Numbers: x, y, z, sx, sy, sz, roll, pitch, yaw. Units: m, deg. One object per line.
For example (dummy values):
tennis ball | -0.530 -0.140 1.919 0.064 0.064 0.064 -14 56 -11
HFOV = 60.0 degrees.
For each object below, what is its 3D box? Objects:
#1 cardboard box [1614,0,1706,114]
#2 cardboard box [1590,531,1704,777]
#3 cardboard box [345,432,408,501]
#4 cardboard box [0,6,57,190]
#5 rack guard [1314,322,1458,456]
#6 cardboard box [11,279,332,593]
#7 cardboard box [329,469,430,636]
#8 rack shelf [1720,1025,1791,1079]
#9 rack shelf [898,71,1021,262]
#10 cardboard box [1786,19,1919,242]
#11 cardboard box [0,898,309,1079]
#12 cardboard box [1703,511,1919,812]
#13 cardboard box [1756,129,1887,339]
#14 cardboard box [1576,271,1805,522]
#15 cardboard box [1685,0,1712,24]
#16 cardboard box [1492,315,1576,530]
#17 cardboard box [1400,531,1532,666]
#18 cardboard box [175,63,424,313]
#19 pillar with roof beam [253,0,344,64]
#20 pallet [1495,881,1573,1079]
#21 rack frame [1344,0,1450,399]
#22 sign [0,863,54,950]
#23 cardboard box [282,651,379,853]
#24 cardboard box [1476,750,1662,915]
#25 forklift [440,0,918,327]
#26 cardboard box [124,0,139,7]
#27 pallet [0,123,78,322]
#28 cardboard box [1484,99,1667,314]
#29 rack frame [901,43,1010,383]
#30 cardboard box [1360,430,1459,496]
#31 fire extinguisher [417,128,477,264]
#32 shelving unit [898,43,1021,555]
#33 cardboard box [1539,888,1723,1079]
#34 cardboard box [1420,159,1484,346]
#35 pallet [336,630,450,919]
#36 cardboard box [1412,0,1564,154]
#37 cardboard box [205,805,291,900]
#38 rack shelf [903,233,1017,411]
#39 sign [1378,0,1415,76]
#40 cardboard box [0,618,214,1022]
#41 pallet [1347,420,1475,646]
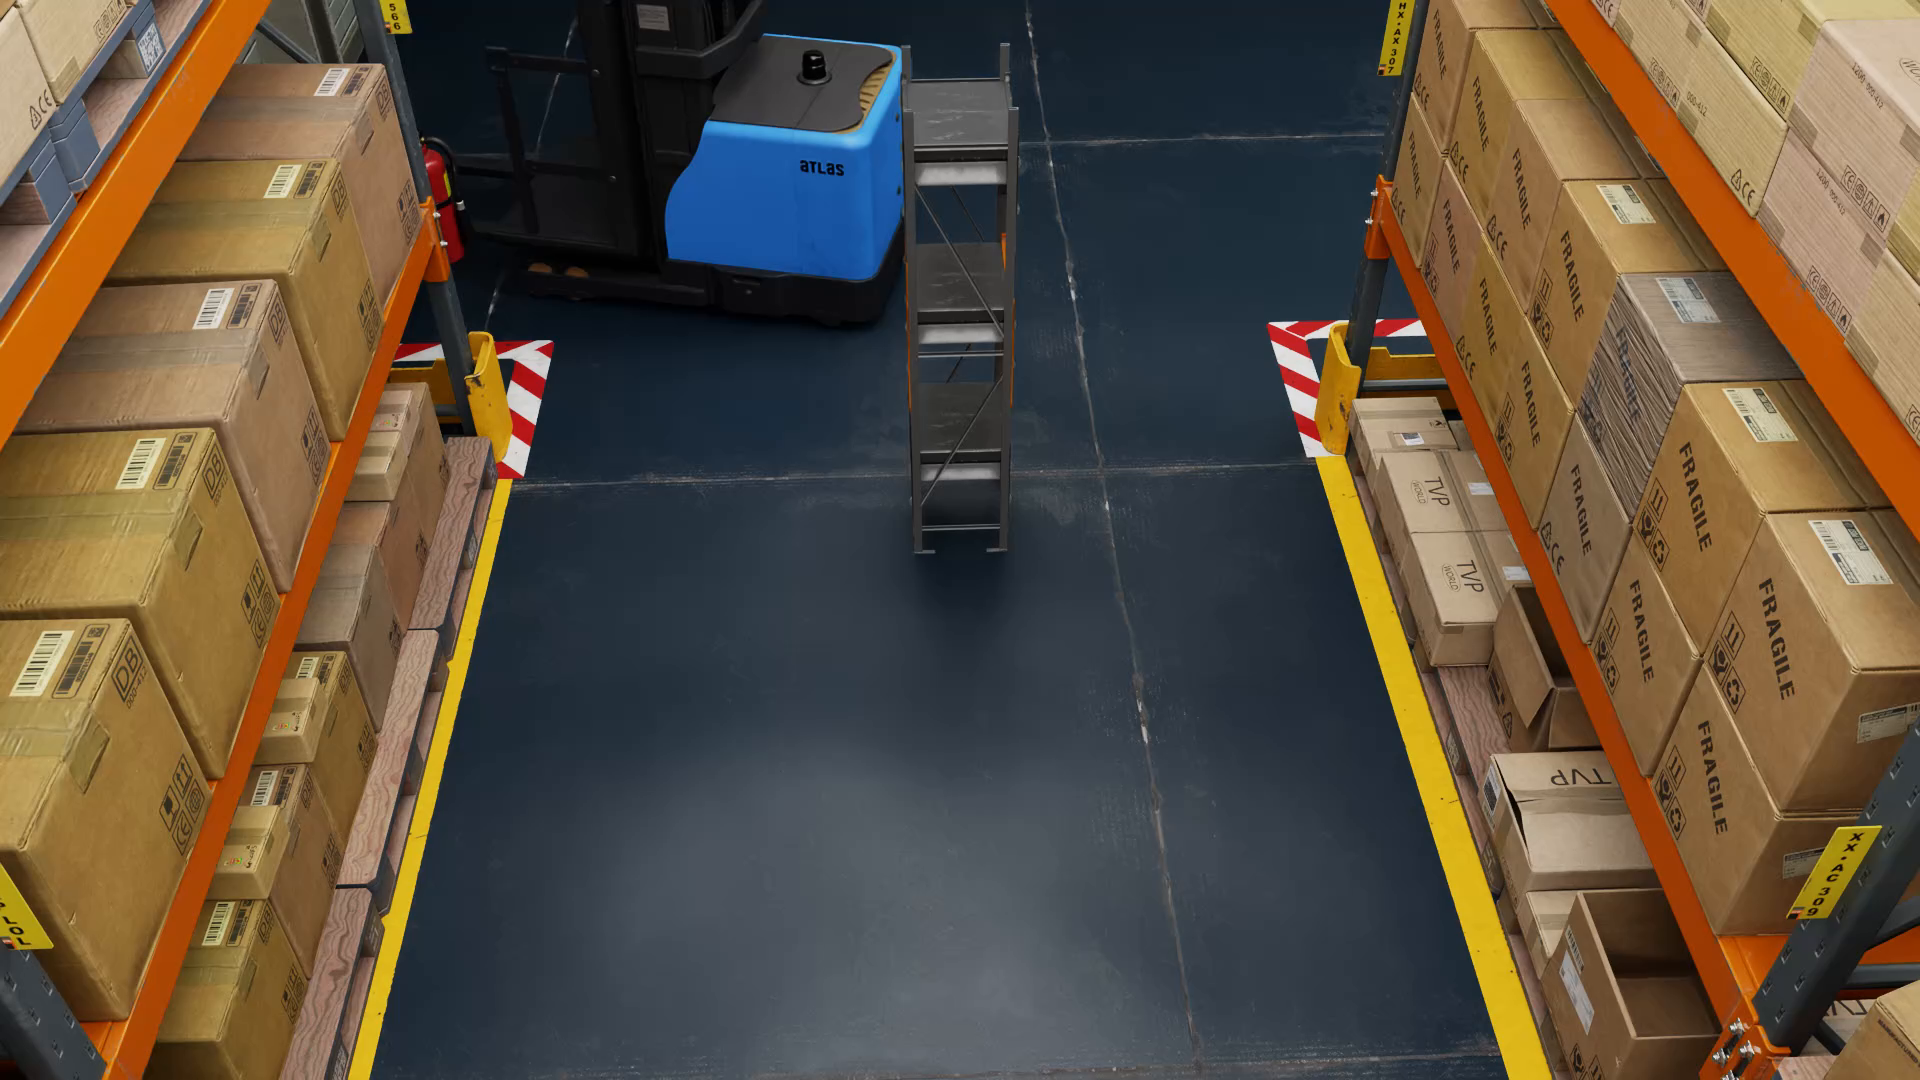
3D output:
cardboard box | 2.091 -1.363 4.408 0.500 0.250 0.500 -2 43 -2
cardboard box | 2.133 0.306 4.622 0.500 0.500 0.500 -1 43 -1
cardboard box | -2.356 -0.283 6.398 0.380 0.149 0.250 -1 43 -1
cardboard box | -2.288 -0.895 3.512 0.500 0.250 0.500 -2 43 -3
rack guard | 2.268 -0.706 7.651 1.175 0.500 0.348 -2 43 -2
cardboard box | -2.588 -0.295 5.130 0.980 0.700 0.700 -4 43 -4
cardboard box | -2.534 0.040 6.526 0.700 0.500 0.500 -2 43 -2
rack shelf | 2.519 2.637 2.686 1.077 0.370 4.000 -2 43 -2
rack shelf | -0.007 -1.392 6.199 0.431 0.518 0.480 -2 43 -2
cardboard box | 2.125 -0.872 3.502 0.500 0.250 0.500 -2 43 -2
cardboard box | -2.444 1.425 5.015 0.700 0.500 0.500 -1 43 -1
cardboard box | 2.154 0.282 3.909 0.500 0.500 0.500 -1 43 -2
cardboard box | 2.137 -0.688 3.671 0.500 0.250 0.500 -2 43 -2
cardboard box | 2.109 -0.404 4.657 0.500 0.500 0.500 -1 43 -1
cardboard box | 2.085 -1.547 4.239 0.500 0.250 0.500 -2 43 -2
cardboard box | 2.085 -0.384 5.375 0.500 0.500 0.500 -1 43 -1
cardboard box | 2.047 0.223 6.496 0.500 0.250 0.500 -2 43 -2
cardboard box | -2.653 -1.301 6.227 0.980 0.700 0.700 0 43 0
pillar with roof beam | 0.638 -5.667 6.773 9.100 9.000 0.400 -2 43 -2
pallet | 2.406 1.586 5.364 1.003 0.211 1.213 -2 43 -2
rack frame | 2.264 -1.679 6.862 1.000 3.000 0.127 -2 43 -2
sign | -1.973 0.746 3.418 0.100 0.325 0.005 -2 43 -2
cardboard box | -2.482 0.739 5.763 0.700 0.500 0.500 -1 43 -1
cardboard box | 2.095 0.968 5.639 0.500 0.311 0.500 -2 43 -2
forklift | -1.798 -2.660 7.983 3.031 2.935 1.130 8 43 9
cardboard box | -2.338 -1.587 4.268 0.500 0.250 0.500 -3 43 -3
pallet | -2.539 -0.460 3.377 1.003 0.211 1.213 -2 43 -2
cardboard box | 2.066 -1.087 5.402 0.500 0.500 0.500 -1 43 -1
rack frame | -0.017 -1.051 6.842 0.400 2.100 0.015 -2 43 -2
cardboard box | 1.950 -0.335 7.167 0.380 0.166 0.250 -2 43 -2
fire extinguisher | -2.230 -1.483 6.982 0.296 0.674 0.183 -2 43 -2
shelving unit | -0.007 -0.886 6.662 0.431 2.100 0.503 -2 43 -2
cardboard box | 2.127 1.404 5.023 0.500 0.500 0.500 -2 43 -2
cardboard box | 2.047 -1.061 6.113 0.500 0.500 0.500 -2 43 -2
pallet | -2.524 0.853 6.163 1.003 0.211 1.213 -2 43 -2
cardboard box | 2.020 -1.777 6.155 0.500 0.500 0.500 0 43 0
cardboard box | -2.276 0.949 5.053 0.380 0.149 0.250 0 43 0
rack shelf | -0.007 -0.876 6.672 0.431 0.518 0.480 -2 43 -2
sign | 1.722 -1.982 6.552 0.100 0.325 0.005 -2 43 -2
cardboard box | -2.521 0.689 4.057 0.980 0.700 0.700 -1 43 -1
pallet | 2.303 -0.061 7.161 1.003 0.211 1.213 -2 43 -2
